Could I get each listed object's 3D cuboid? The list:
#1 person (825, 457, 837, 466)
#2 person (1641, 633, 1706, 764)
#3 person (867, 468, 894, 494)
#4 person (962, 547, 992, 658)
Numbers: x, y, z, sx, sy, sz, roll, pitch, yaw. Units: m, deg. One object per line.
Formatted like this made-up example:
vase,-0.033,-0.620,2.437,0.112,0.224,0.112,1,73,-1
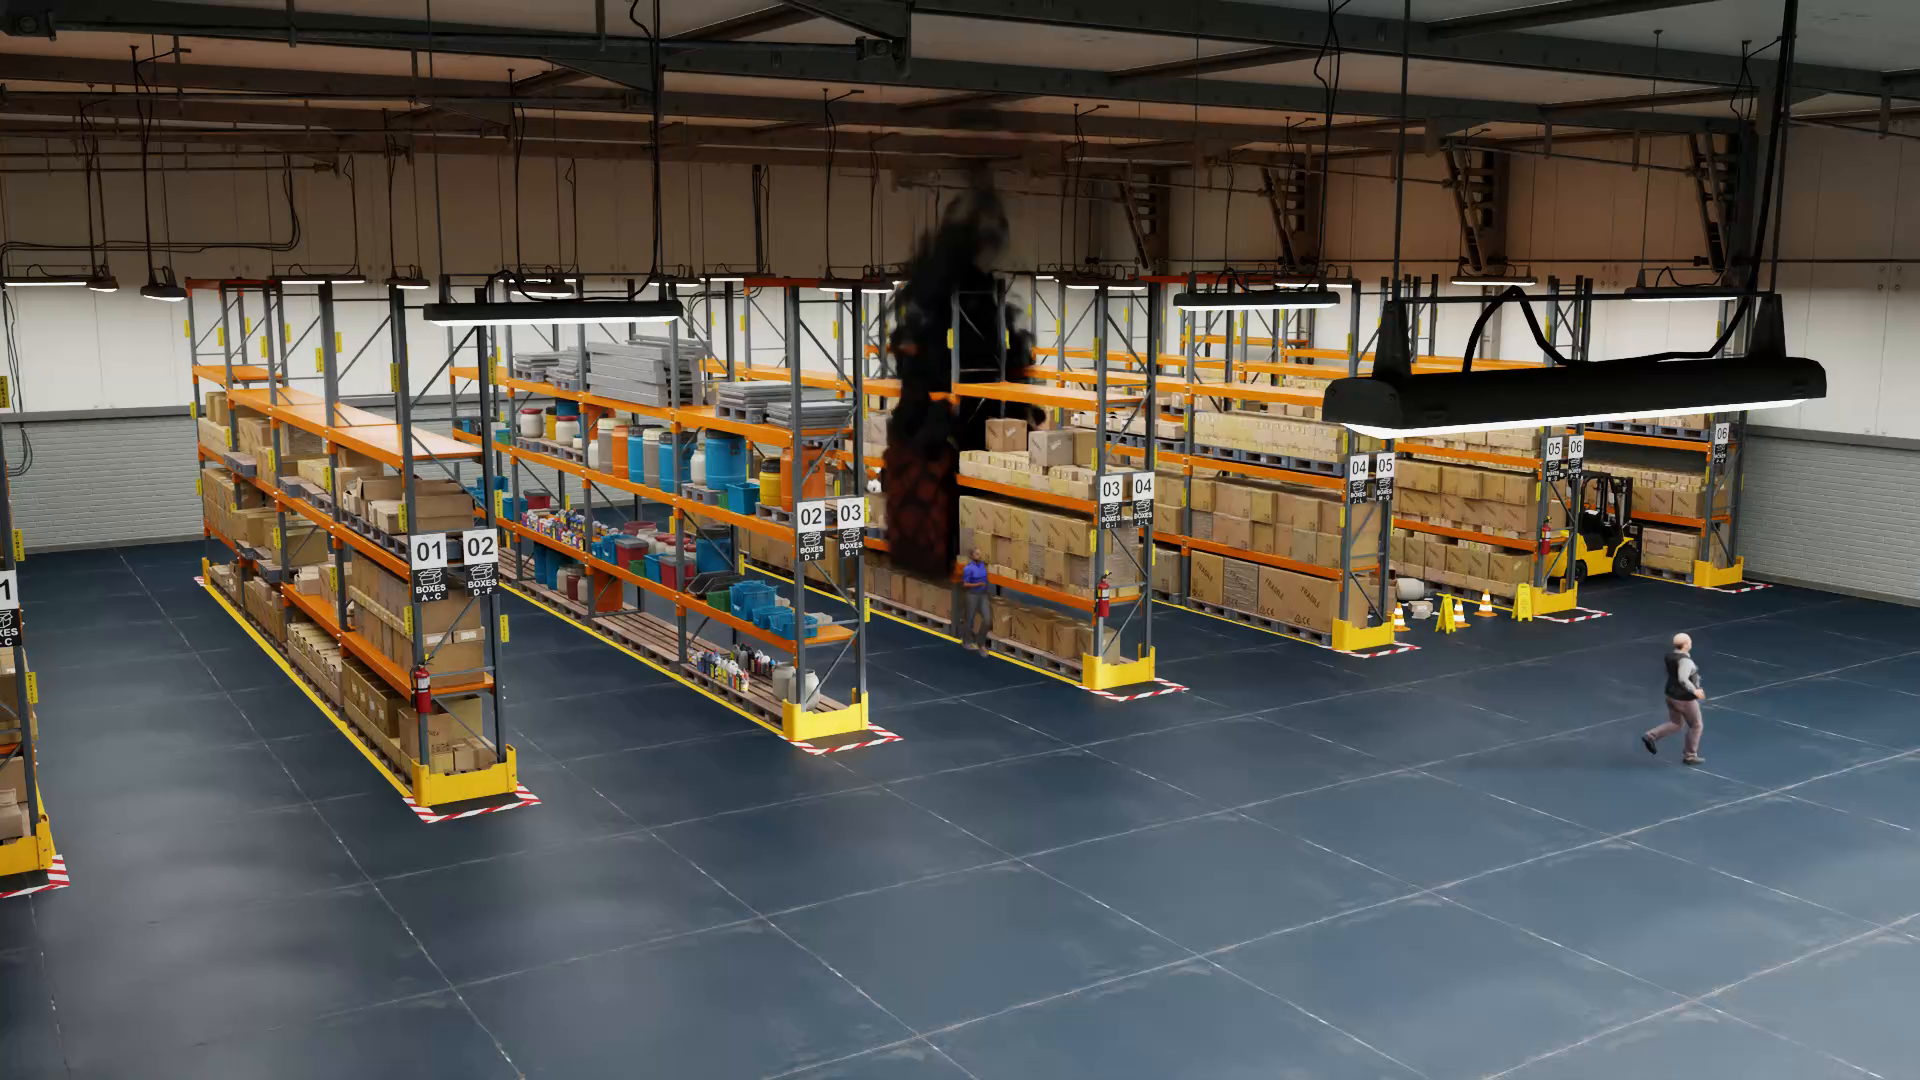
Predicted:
person,-3.299,-1.286,40.576,0.733,1.711,0.554,4,10,23
person,9.091,2.006,21.018,0.803,1.689,0.668,-1,10,-6
person,-1.786,-0.778,37.470,0.732,1.727,0.727,-6,11,-31
person,0.242,0.962,25.757,0.525,1.743,0.524,-7,12,-35
